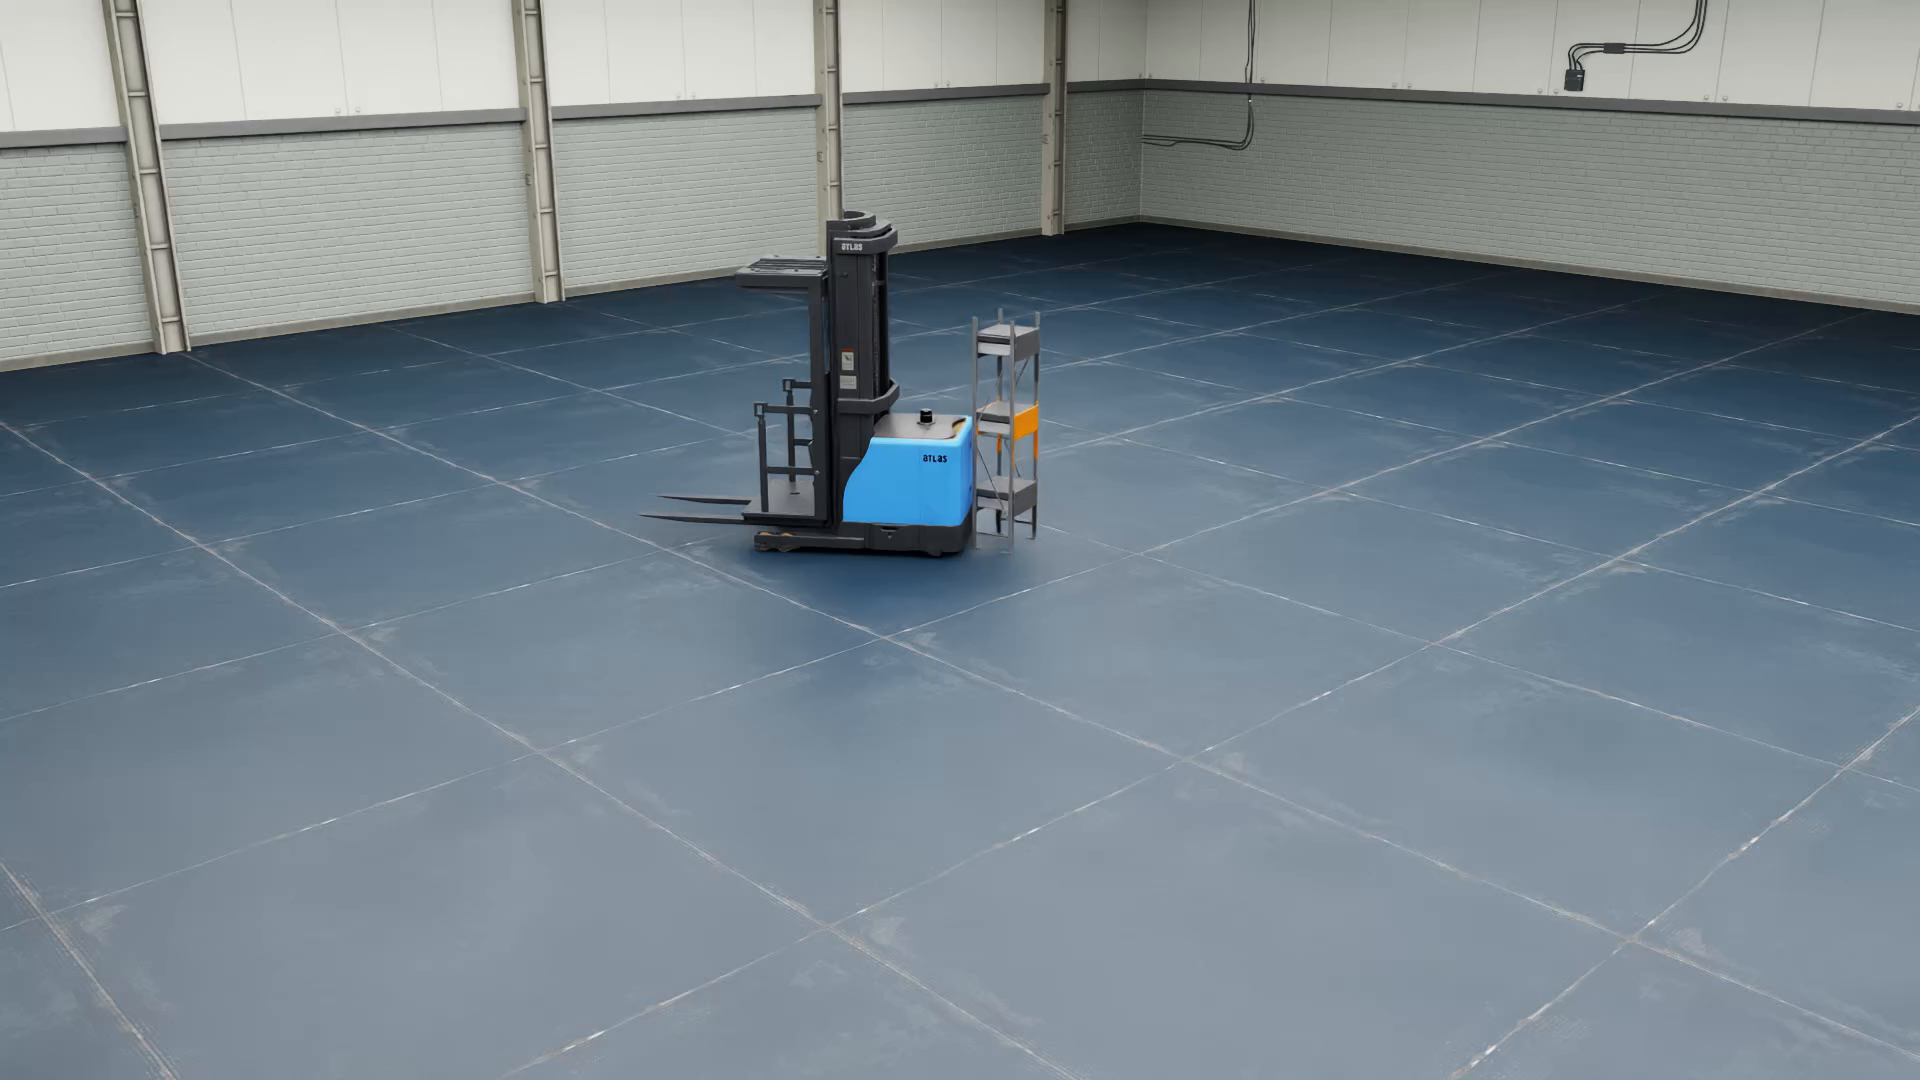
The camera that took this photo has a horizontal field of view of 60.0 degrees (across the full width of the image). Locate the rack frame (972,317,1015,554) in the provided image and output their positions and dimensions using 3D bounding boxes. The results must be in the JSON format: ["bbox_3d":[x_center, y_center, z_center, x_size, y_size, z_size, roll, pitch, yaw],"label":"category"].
[{"bbox_3d":[0.290,-0.901,14.623,0.400,2.100,0.015,9,20,27],"label":"rack frame"}]

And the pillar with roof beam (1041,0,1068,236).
[{"bbox_3d":[4.919,-9.802,30.890,0.400,9.000,9.100,-16,24,-41],"label":"pillar with roof beam"}]

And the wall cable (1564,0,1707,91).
[{"bbox_3d":[11.522,-10.581,27.781,0.169,6.003,2.305,-16,24,-41],"label":"wall cable"}]

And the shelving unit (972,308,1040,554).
[{"bbox_3d":[0.406,-0.967,14.827,0.431,2.100,0.503,9,20,27],"label":"shelving unit"}]

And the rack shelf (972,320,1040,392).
[{"bbox_3d":[0.406,-1.620,14.615,0.431,0.518,0.480,9,20,27],"label":"rack shelf"}]

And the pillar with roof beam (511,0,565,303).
[{"bbox_3d":[-3.800,-7.259,23.048,0.400,9.000,9.100,-16,24,-41],"label":"pillar with roof beam"}]

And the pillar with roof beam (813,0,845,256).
[{"bbox_3d":[0.560,-8.530,26.969,0.400,9.000,9.100,-16,24,-41],"label":"pillar with roof beam"}]

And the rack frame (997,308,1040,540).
[{"bbox_3d":[0.522,-1.033,15.031,0.400,2.100,0.015,9,20,27],"label":"rack frame"}]

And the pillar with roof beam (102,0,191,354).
[{"bbox_3d":[-8.160,-5.987,19.126,0.400,9.000,9.100,-16,24,-41],"label":"pillar with roof beam"}]

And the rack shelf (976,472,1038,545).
[{"bbox_3d":[0.406,-0.288,15.047,0.431,0.518,0.480,9,20,27],"label":"rack shelf"}]

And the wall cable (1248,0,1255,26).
[{"bbox_3d":[6.869,-11.413,32.707,0.112,2.526,3.097,-16,24,-41],"label":"wall cable"}]

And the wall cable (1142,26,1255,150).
[{"bbox_3d":[5.011,-9.617,35.356,0.112,2.526,3.097,-16,24,-41],"label":"wall cable"}]

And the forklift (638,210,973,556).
[{"bbox_3d":[-1.405,-1.444,14.951,3.031,2.935,1.130,3,18,8],"label":"forklift"}]

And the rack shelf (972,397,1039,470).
[{"bbox_3d":[0.406,-0.954,14.831,0.431,0.518,0.480,9,20,27],"label":"rack shelf"}]
